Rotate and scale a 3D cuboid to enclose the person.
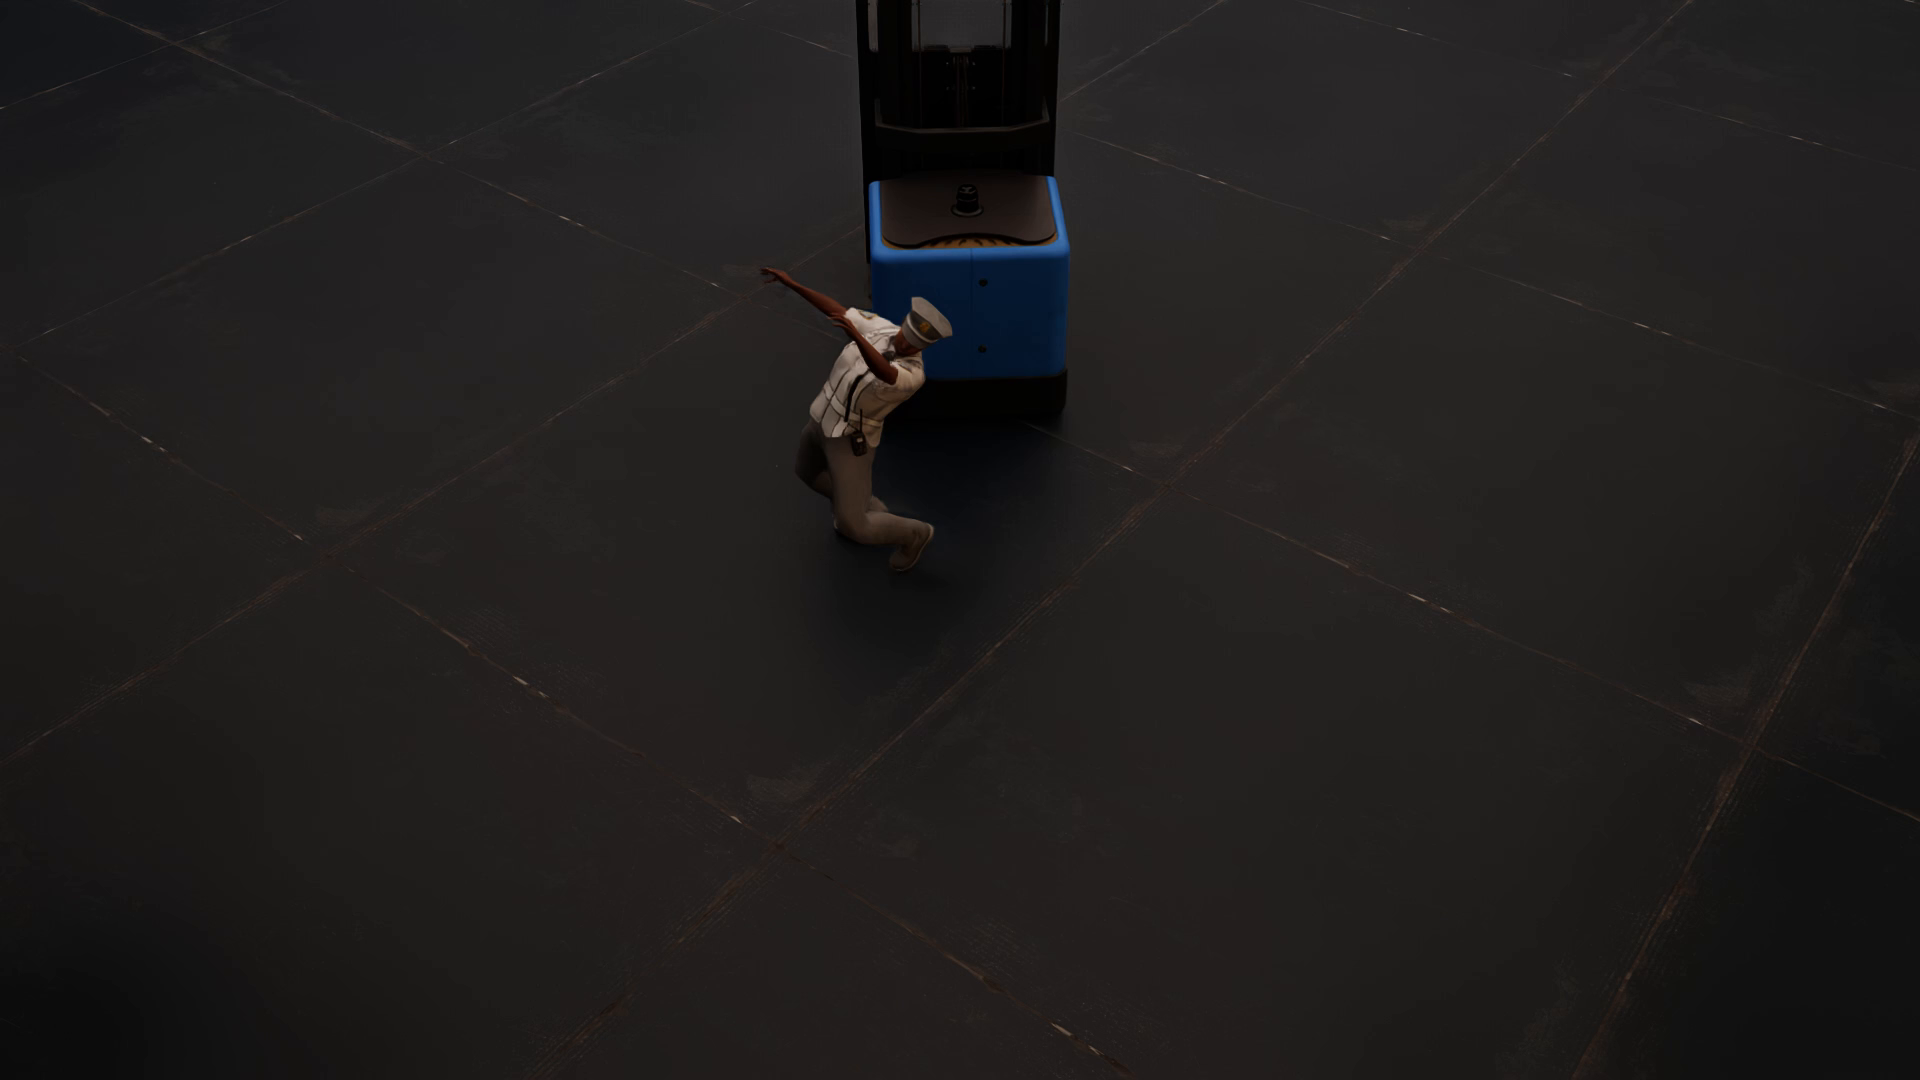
[{"bbox_3d":[-0.457,-0.654,7.872,0.684,1.575,0.952,-20,44,-22],"label":"person"}]

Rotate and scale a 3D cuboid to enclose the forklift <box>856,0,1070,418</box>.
[{"bbox_3d":[-0.025,-2.714,9.257,1.130,2.935,3.031,-2,40,-2],"label":"forklift"}]
